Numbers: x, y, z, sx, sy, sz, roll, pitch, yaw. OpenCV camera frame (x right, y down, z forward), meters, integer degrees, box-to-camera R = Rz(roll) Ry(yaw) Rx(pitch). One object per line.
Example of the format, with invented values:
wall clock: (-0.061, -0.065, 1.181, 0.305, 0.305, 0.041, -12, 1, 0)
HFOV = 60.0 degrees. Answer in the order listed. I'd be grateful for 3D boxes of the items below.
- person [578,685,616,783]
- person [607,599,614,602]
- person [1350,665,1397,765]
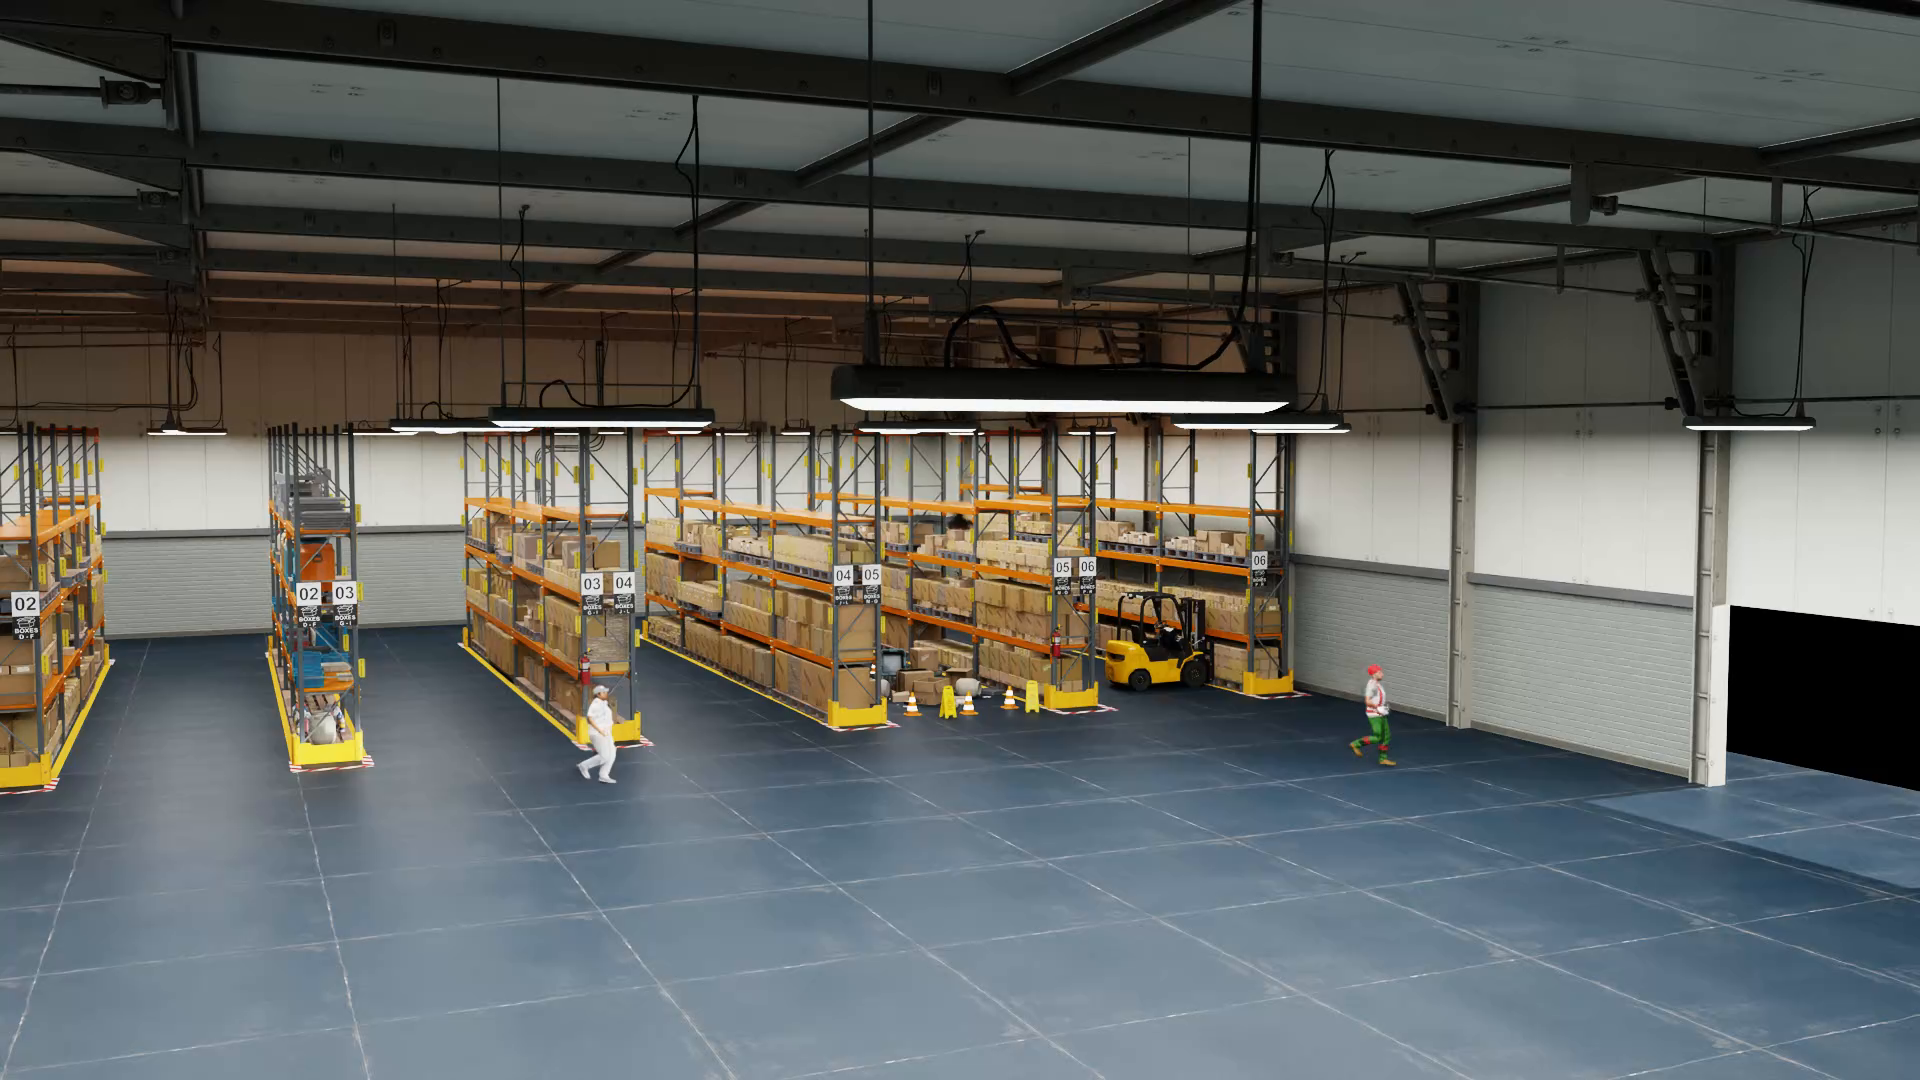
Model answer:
person: (-6.027, 3.229, 27.632, 0.597, 1.638, 0.614, 0, 4, 6)
person: (-9.502, 2.083, 45.738, 0.623, 1.695, 0.930, -2, 4, -27)
person: (7.254, 3.061, 29.109, 0.806, 1.757, 0.674, 2, 4, 23)
